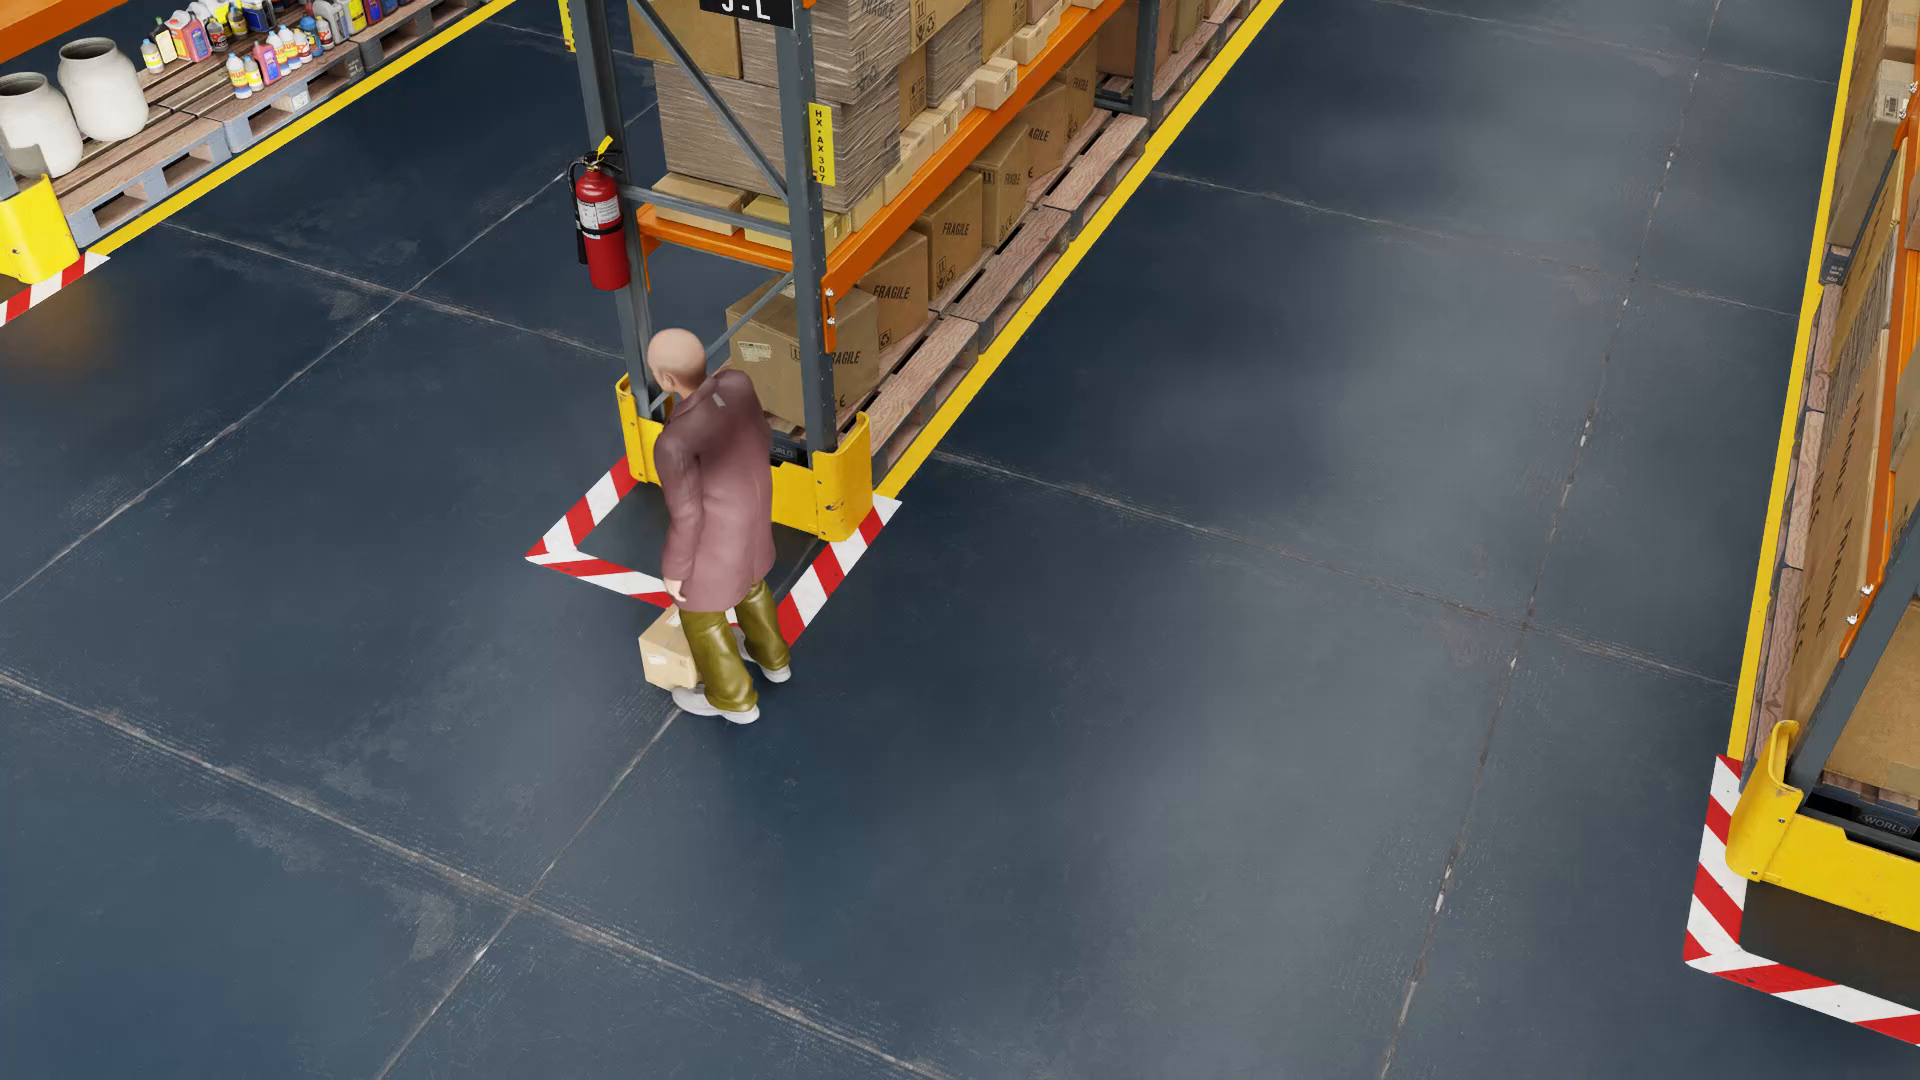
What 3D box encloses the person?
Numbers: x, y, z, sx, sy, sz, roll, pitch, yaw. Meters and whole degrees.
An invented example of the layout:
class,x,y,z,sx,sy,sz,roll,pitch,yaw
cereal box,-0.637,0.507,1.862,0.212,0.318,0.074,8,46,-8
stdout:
class,x,y,z,sx,sy,sz,roll,pitch,yaw
person,-0.920,-0.037,6.212,0.422,1.774,0.653,19,45,20
